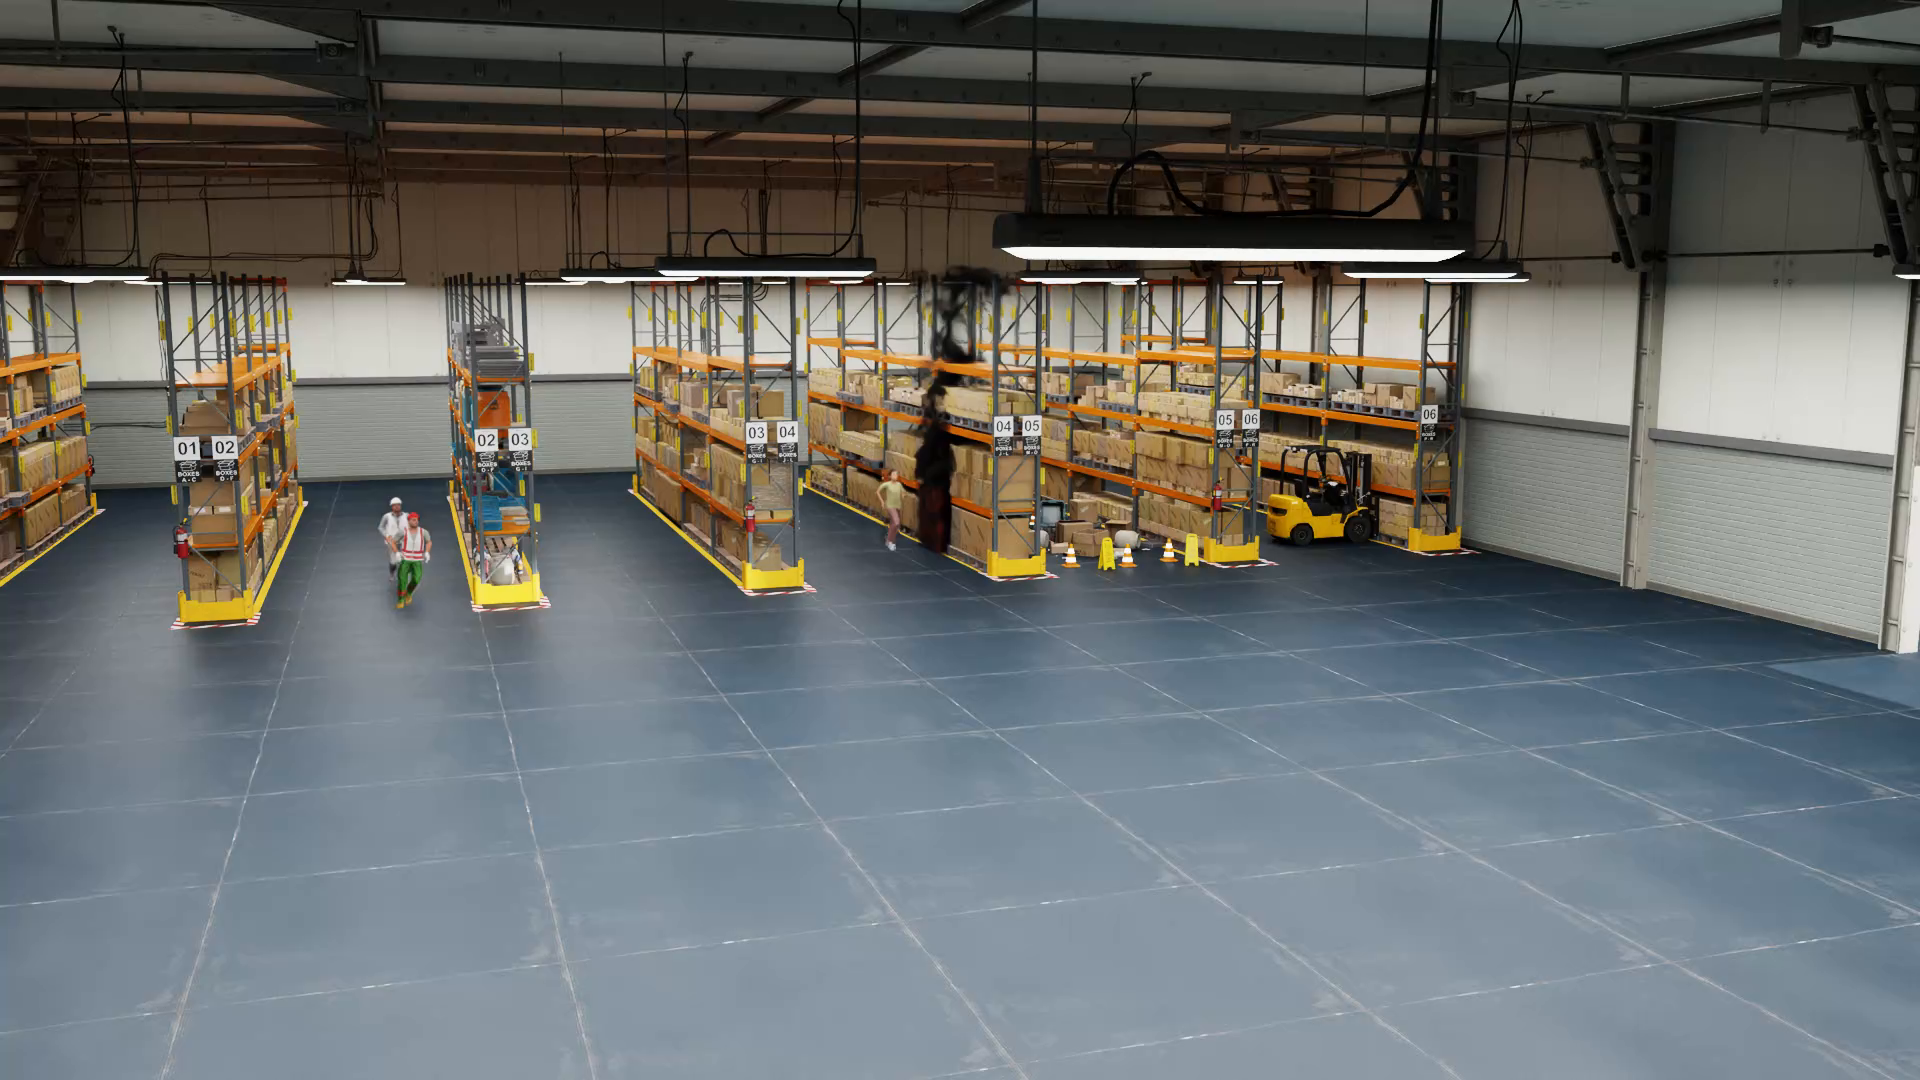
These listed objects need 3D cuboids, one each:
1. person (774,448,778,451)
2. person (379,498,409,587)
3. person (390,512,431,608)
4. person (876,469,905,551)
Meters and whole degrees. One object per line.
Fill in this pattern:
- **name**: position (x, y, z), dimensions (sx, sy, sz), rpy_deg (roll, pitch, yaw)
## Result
- **person**: position (-4.937, -1.992, 45.972), dimensions (0.517, 1.608, 0.678), rpy_deg (-3, 9, -17)
- **person**: position (-10.834, 0.045, 32.049), dimensions (0.643, 1.726, 0.577), rpy_deg (-4, 10, -26)
- **person**: position (-9.862, 0.364, 29.949), dimensions (0.718, 1.720, 0.533), rpy_deg (-4, 9, -24)
- **person**: position (-1.385, -0.632, 34.867), dimensions (0.549, 1.708, 0.645), rpy_deg (-7, 11, -38)
